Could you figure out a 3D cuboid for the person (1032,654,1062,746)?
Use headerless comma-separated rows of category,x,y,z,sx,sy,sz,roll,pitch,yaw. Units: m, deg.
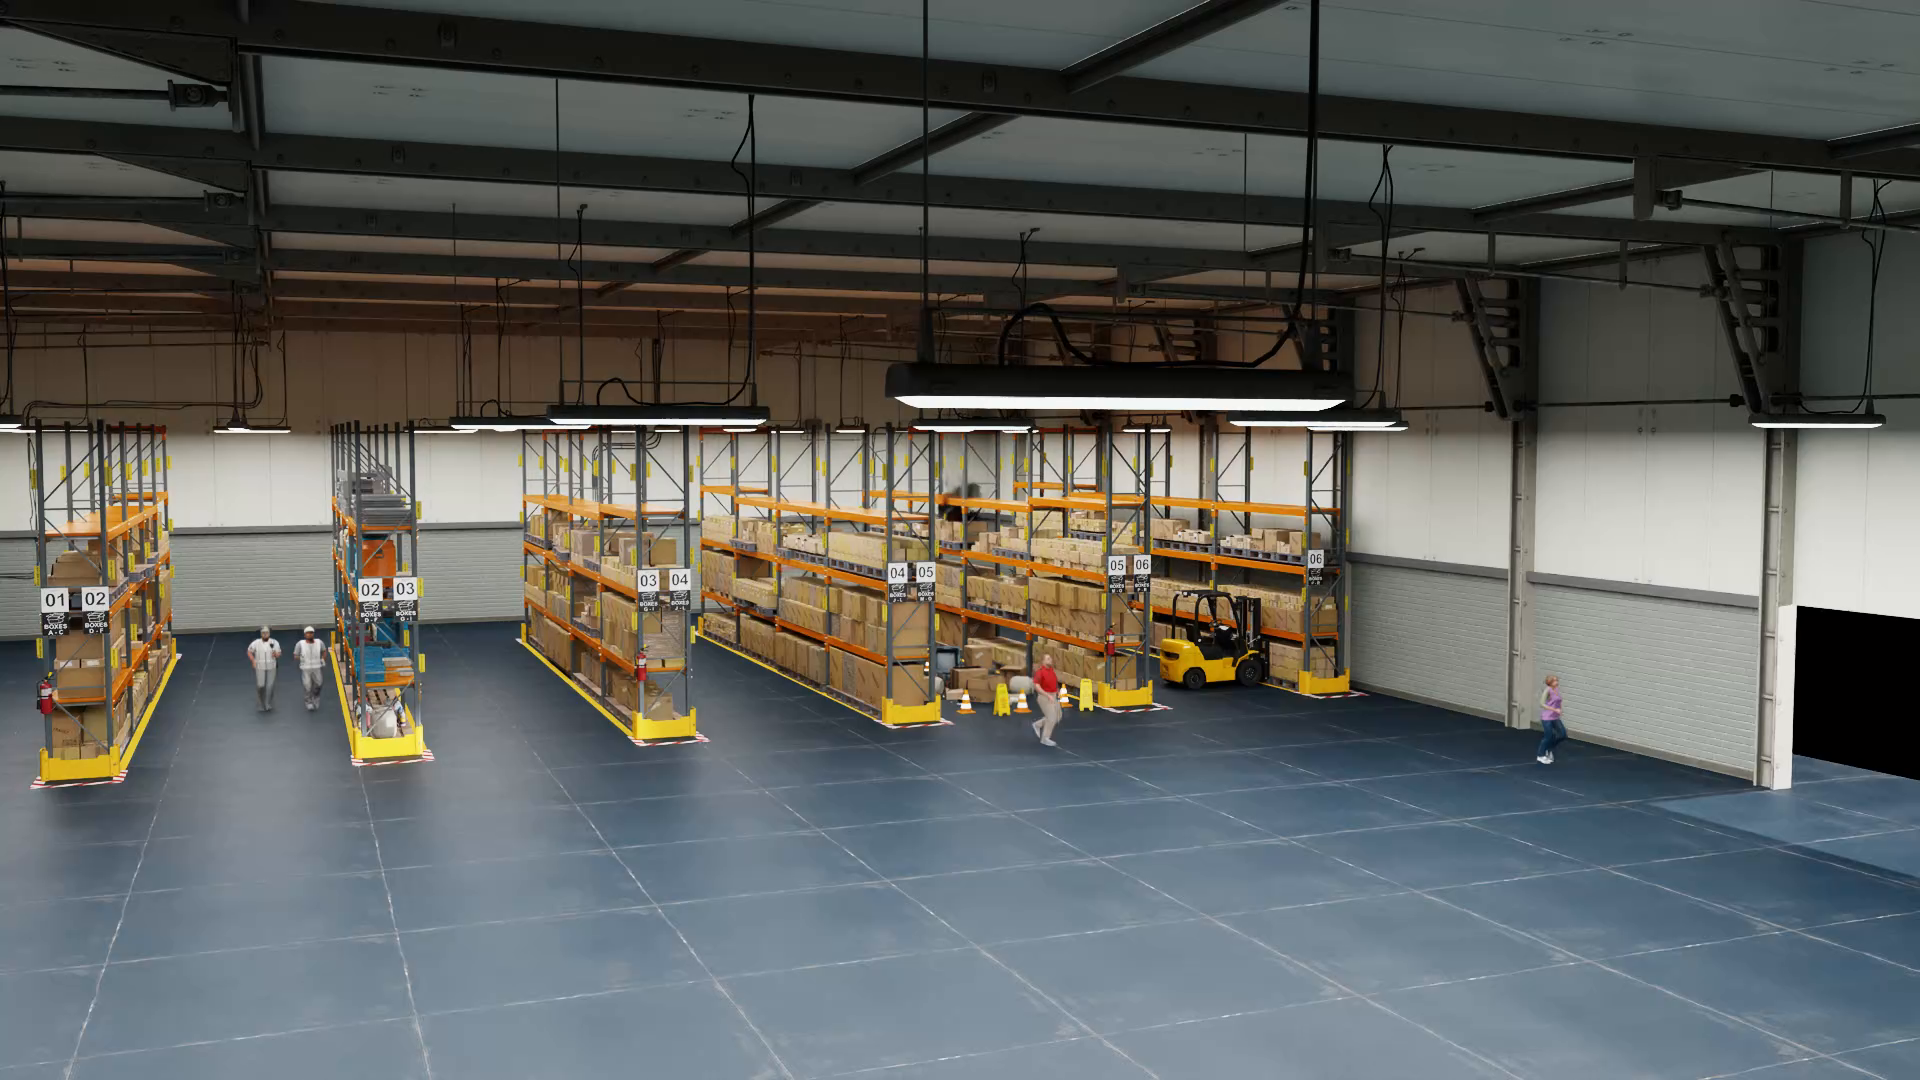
person,1.604,2.956,30.906,0.528,1.697,0.661,2,4,29

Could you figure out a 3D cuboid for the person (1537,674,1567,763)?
person,10.315,3.120,28.962,0.535,1.565,0.573,-2,4,-34

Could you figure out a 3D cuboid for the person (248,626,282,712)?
person,-14.432,2.698,34.563,0.639,1.812,0.683,-2,4,-27

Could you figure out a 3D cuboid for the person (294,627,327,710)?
person,-13.488,2.674,34.592,0.667,1.737,0.605,-2,4,-28
